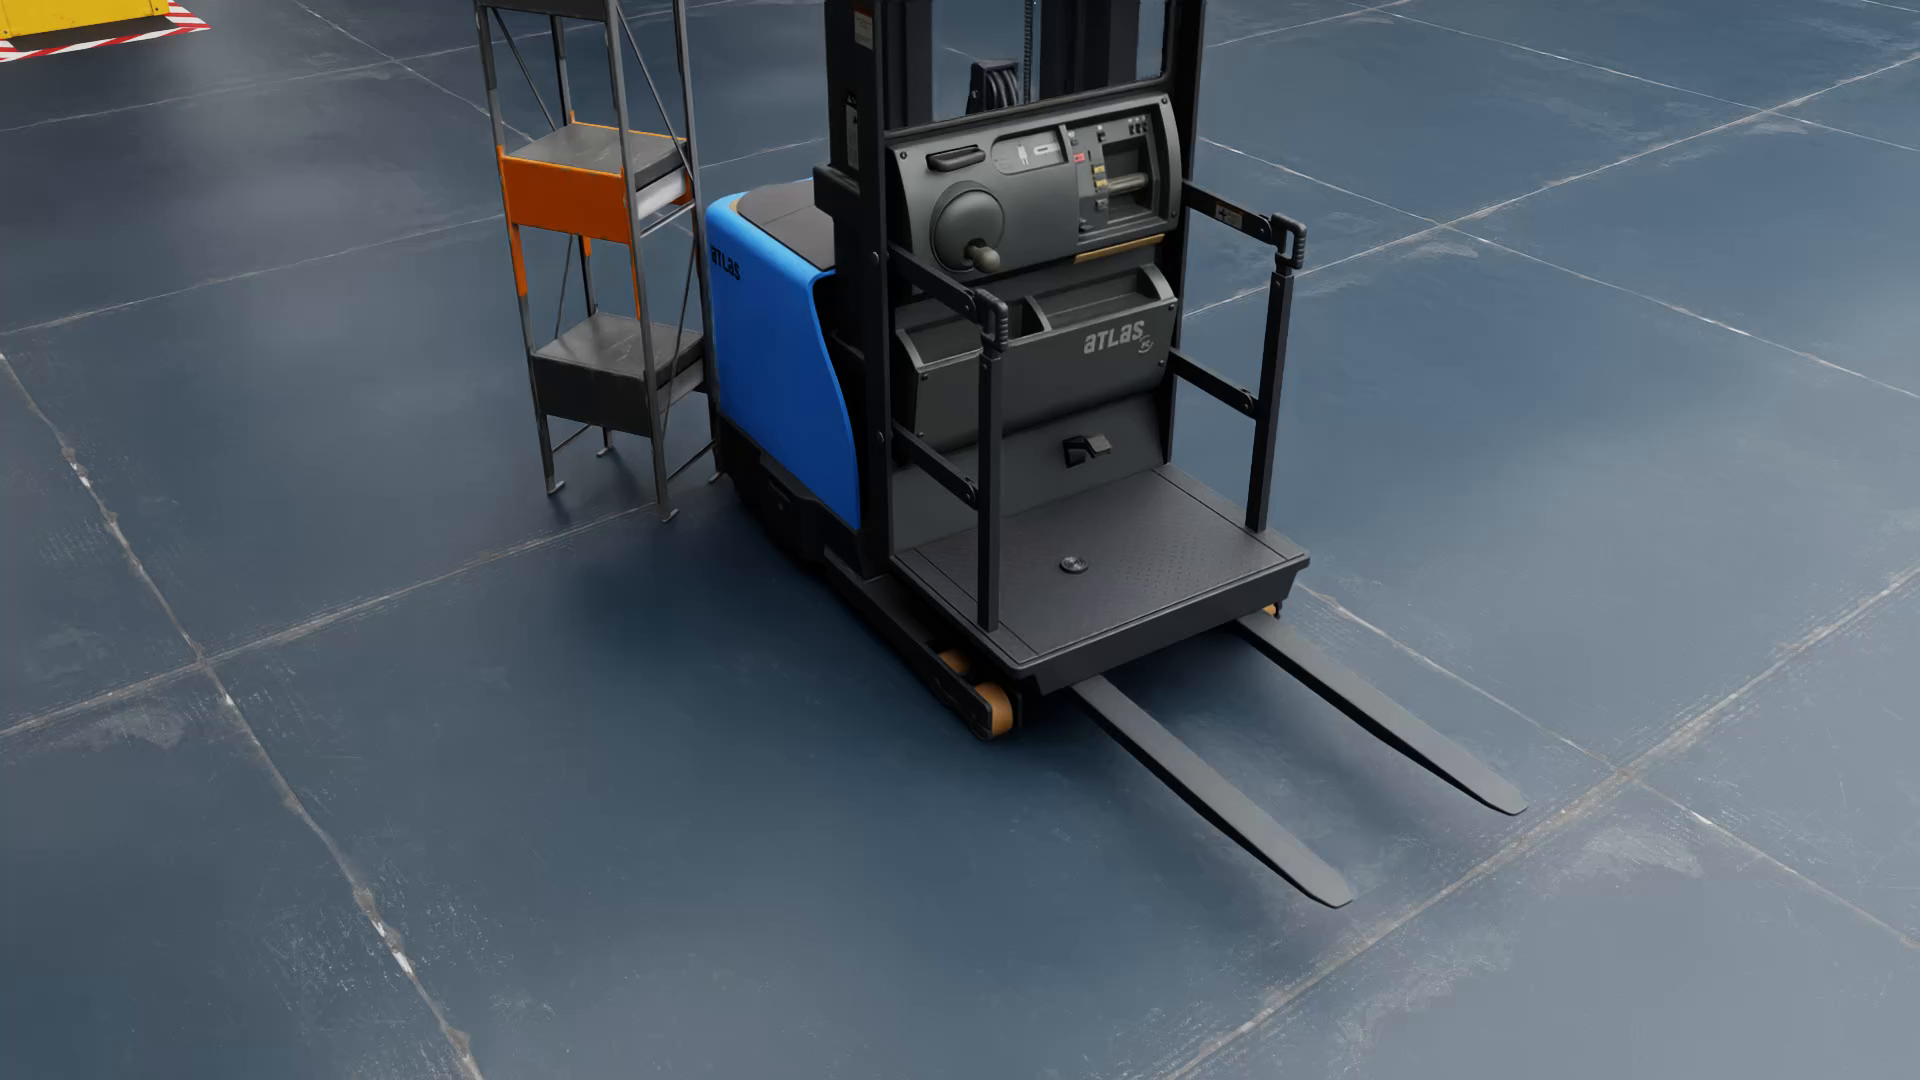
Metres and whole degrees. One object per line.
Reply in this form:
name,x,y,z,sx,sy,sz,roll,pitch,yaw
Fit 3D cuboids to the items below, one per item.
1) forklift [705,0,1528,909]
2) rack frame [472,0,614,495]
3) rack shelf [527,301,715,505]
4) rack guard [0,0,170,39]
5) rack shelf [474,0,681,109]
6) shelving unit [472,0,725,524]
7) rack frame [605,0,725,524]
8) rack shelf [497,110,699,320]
forklift,0.351,-0.953,4.506,1.130,2.935,3.031,-19,36,-27
rack frame,-1.405,-1.151,5.613,0.015,2.100,0.400,13,34,20
rack shelf,-1.182,-0.492,5.905,0.480,0.518,0.431,13,34,20
rack guard,-6.129,-3.817,11.421,1.175,0.500,0.348,-22,38,-31
rack shelf,-1.182,-1.682,5.166,0.480,0.518,0.431,13,34,20
shelving unit,-1.182,-1.099,5.529,0.503,2.100,0.431,13,34,20
rack frame,-0.959,-1.046,5.444,0.015,2.100,0.400,13,34,20
rack shelf,-1.182,-1.087,5.536,0.480,0.518,0.431,13,34,20
